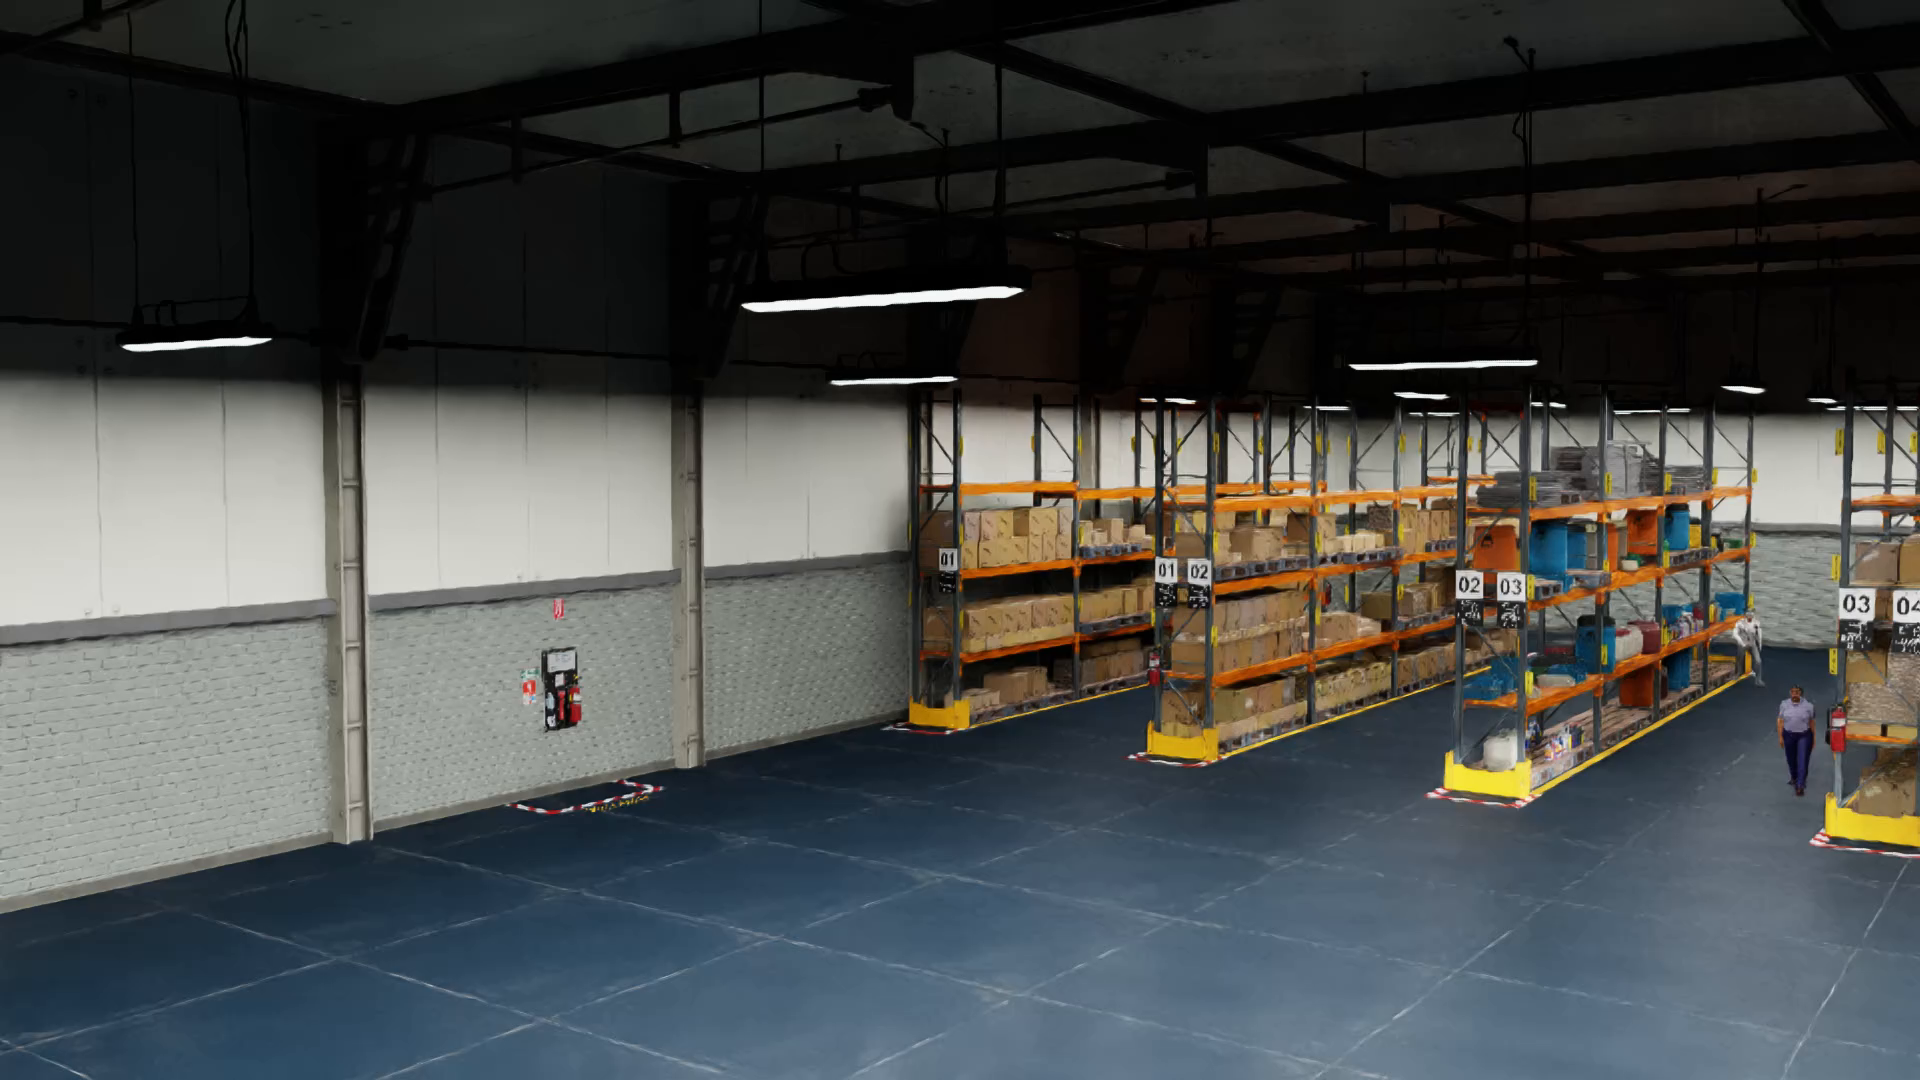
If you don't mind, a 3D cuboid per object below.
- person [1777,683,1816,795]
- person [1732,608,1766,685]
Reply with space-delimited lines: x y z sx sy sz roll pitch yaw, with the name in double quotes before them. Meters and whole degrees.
"person" 12.048 2.844 23.987 0.478 1.553 1.089 3 4 39
"person" 16.536 2.198 34.894 0.630 1.608 0.811 1 3 18
